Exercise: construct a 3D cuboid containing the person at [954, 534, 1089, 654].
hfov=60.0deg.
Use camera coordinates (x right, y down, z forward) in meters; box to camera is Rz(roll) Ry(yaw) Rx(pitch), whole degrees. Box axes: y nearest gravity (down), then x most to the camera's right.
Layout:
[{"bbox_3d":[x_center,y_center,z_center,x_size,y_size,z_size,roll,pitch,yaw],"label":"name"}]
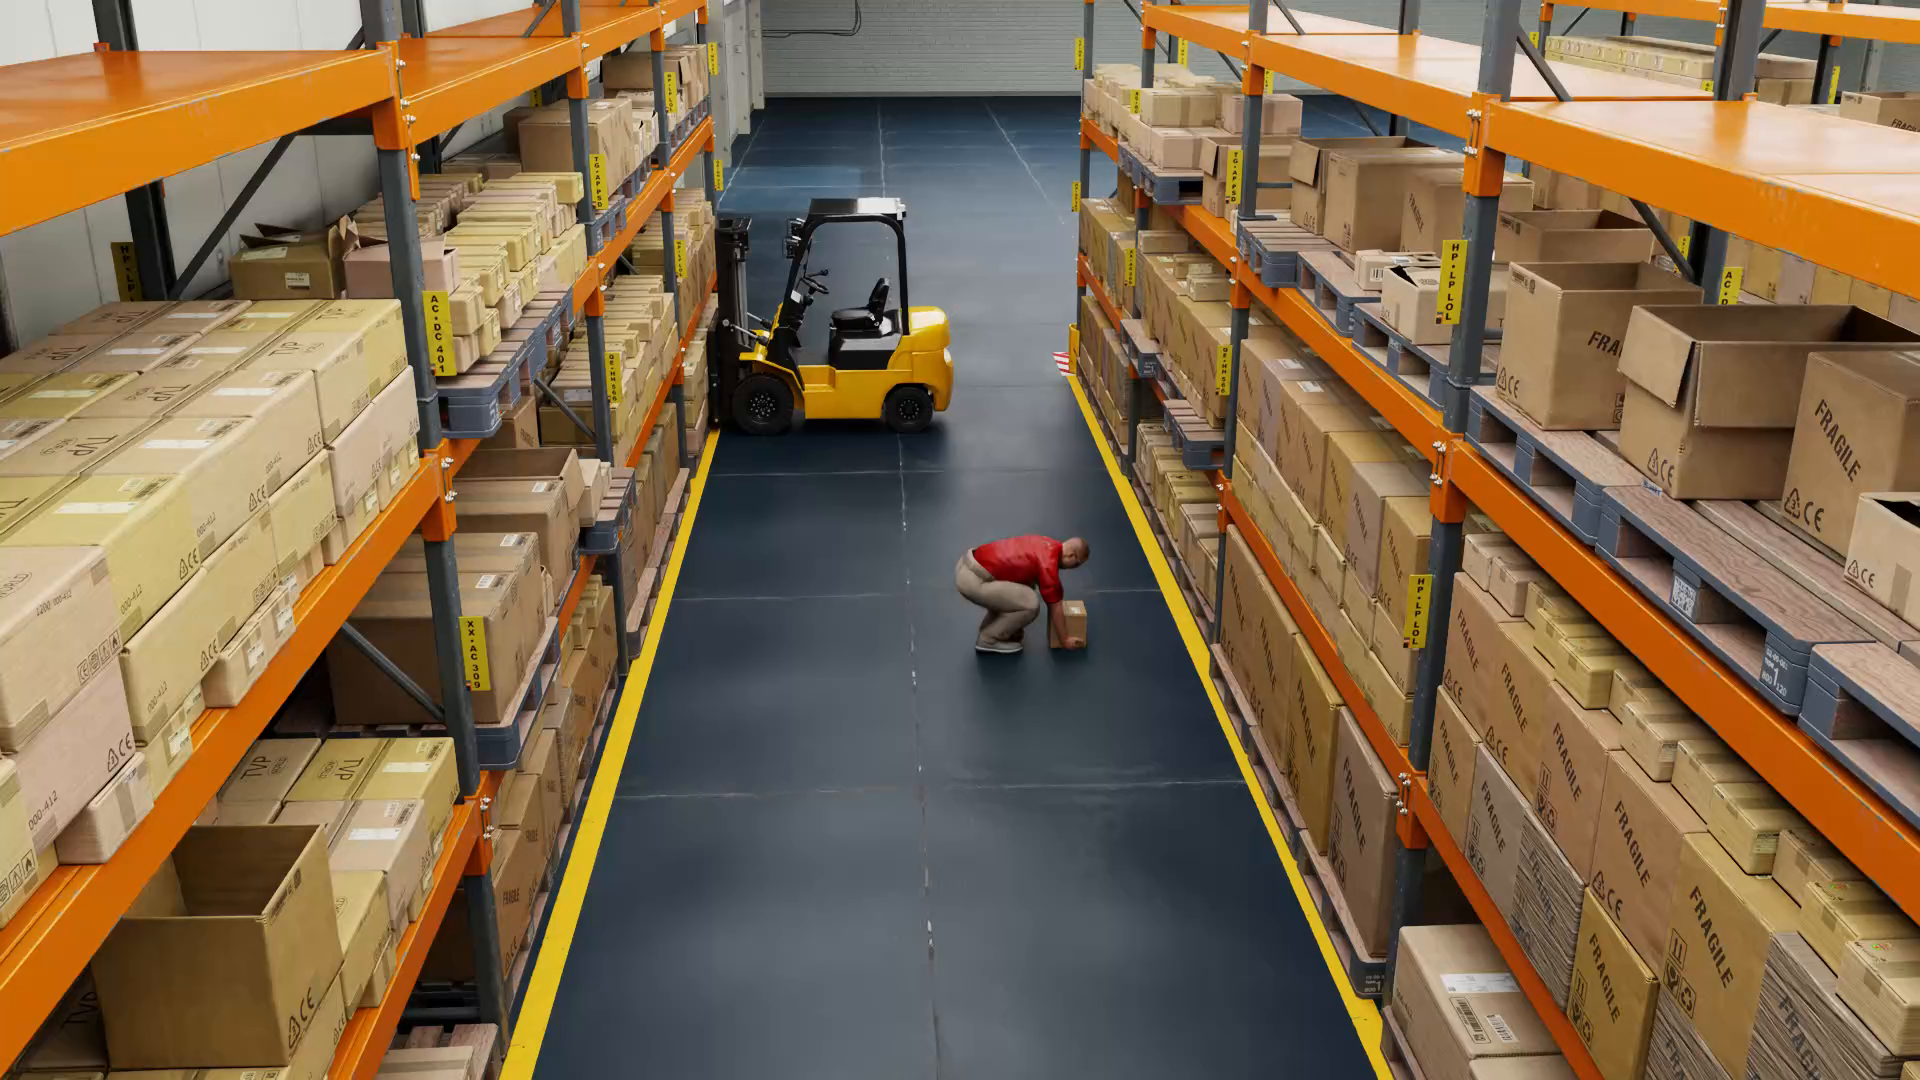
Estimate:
[{"bbox_3d":[0.428,0.366,11.526,0.940,0.788,0.518,-2,20,-4],"label":"person"}]
